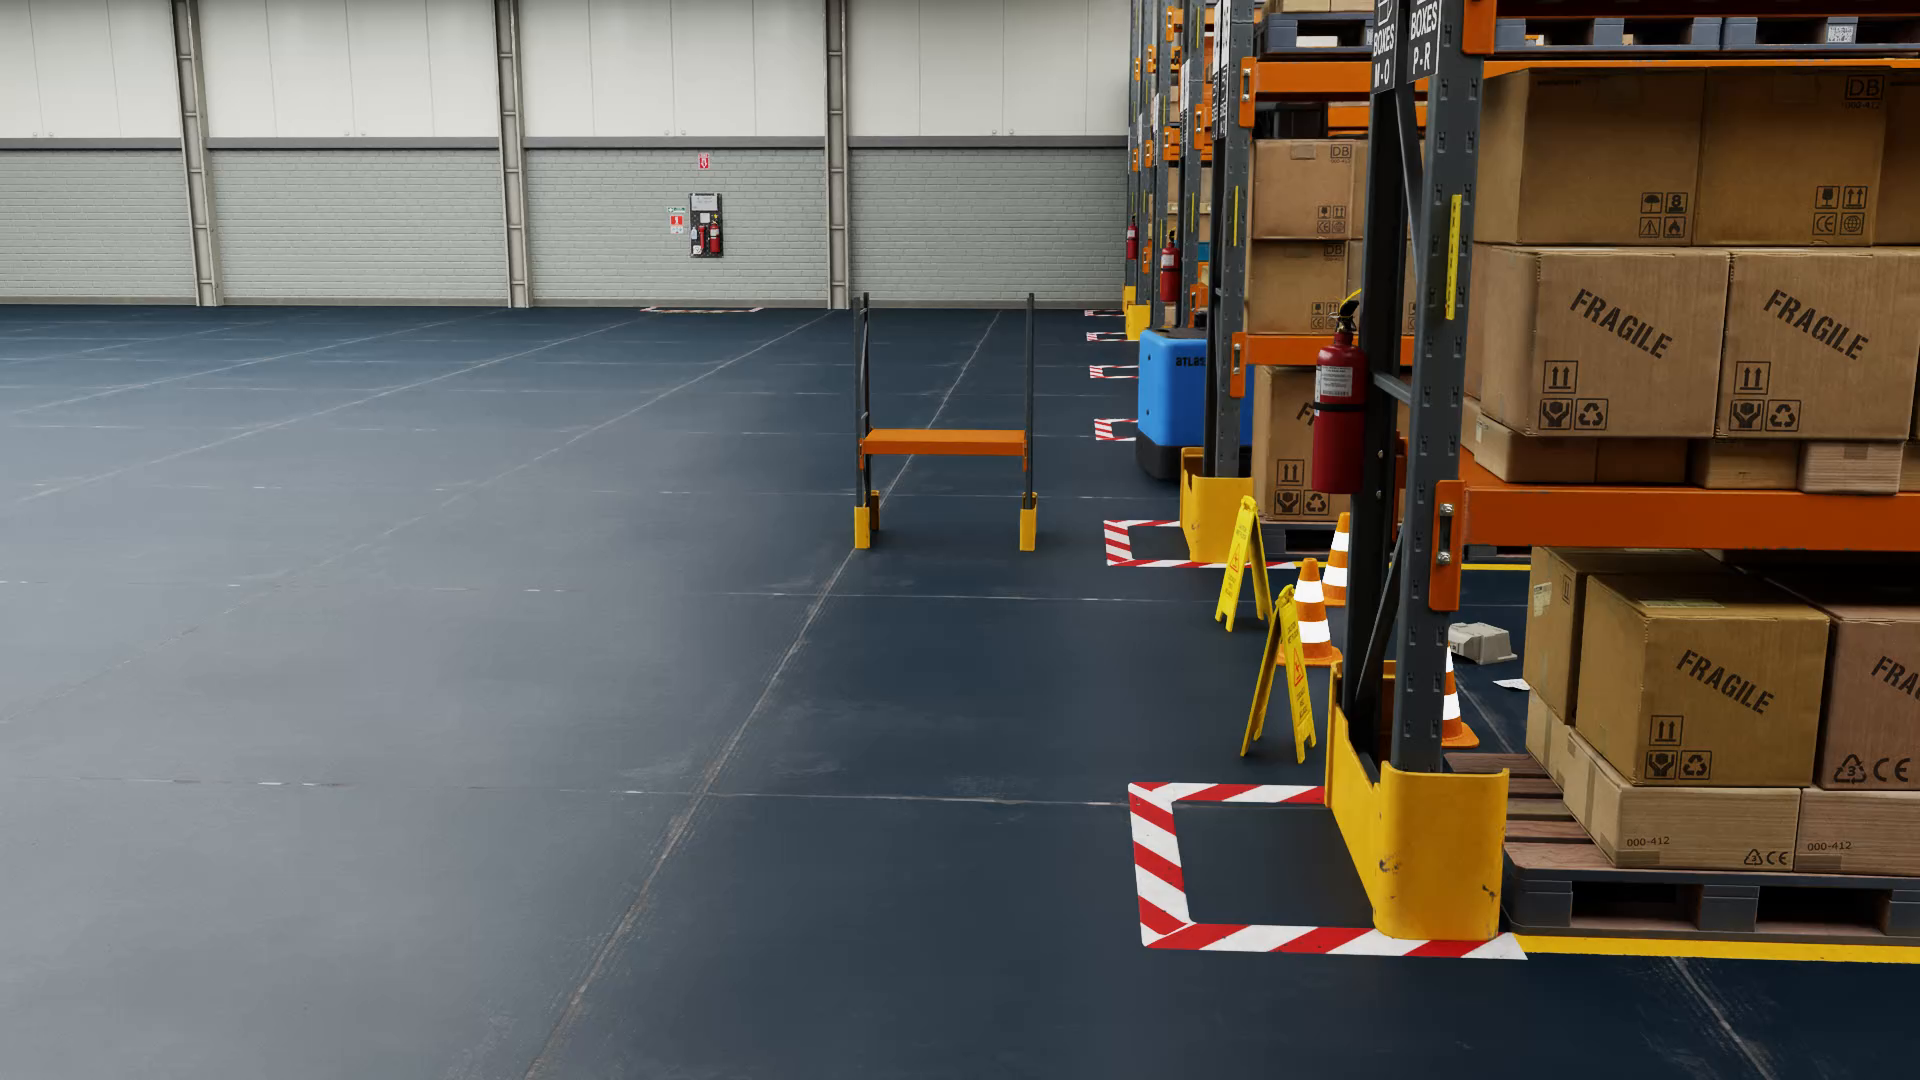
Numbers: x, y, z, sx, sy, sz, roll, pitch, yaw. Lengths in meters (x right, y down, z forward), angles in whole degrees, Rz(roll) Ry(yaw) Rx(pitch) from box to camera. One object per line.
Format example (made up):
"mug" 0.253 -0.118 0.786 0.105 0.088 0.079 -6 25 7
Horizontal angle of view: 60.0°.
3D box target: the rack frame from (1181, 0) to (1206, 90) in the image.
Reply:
"rack frame" 2.008 -5.400 14.105 0.127 3.000 1.000 1 12 4

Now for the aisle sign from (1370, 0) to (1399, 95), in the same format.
"aisle sign" 1.304 -1.772 5.062 0.004 0.787 0.394 1 12 4

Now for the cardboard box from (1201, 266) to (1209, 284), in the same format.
"cardboard box" 2.307 -2.379 14.928 0.250 0.149 0.380 1 12 4

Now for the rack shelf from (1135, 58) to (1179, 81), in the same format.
"rack shelf" 4.997 -8.055 28.561 4.000 0.370 1.077 1 12 4

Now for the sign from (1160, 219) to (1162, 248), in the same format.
"sign" 2.298 -3.499 18.991 0.005 0.325 0.100 1 12 4

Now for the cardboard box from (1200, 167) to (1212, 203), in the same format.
"cardboard box" 3.717 -5.155 24.175 0.500 0.500 0.700 0 12 2

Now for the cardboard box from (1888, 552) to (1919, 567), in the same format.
"cardboard box" 3.047 -0.026 5.341 0.250 0.149 0.380 1 12 6

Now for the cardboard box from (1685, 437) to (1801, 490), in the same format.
"cardboard box" 2.183 -0.248 4.743 0.250 0.149 0.380 0 12 2

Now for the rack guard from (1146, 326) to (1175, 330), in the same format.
"rack guard" 2.418 -2.260 19.853 0.348 0.500 1.175 1 12 4

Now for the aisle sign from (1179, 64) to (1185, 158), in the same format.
"aisle sign" 1.967 -3.798 14.750 0.004 0.787 0.394 1 12 4

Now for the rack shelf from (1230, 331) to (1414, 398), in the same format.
"rack shelf" 3.572 -1.072 9.824 4.000 0.370 1.077 1 12 4

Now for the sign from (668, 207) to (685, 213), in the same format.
"sign" -5.233 -6.094 30.692 0.331 0.109 0.001 1 12 4

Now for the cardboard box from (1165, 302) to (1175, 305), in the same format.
"cardboard box" 3.229 -3.767 24.811 0.500 0.500 0.500 1 12 4

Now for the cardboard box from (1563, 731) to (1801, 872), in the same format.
"cardboard box" 2.133 0.769 4.956 0.500 0.250 0.500 1 12 3

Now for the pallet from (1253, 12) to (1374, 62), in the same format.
"pallet" 2.317 -2.868 9.545 1.213 0.211 1.003 1 12 4

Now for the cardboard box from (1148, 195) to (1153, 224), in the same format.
"cardboard box" 3.458 -5.735 28.843 0.500 0.500 0.500 1 12 4

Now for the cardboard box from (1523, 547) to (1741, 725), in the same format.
"cardboard box" 2.163 0.292 5.405 0.500 0.500 0.500 1 12 4

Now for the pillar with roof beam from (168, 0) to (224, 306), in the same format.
"pillar with roof beam" -14.490 -7.970 26.389 0.400 9.000 9.100 1 12 4

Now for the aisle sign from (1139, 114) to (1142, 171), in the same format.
"aisle sign" 2.588 -5.698 23.833 0.004 0.787 0.394 1 12 4

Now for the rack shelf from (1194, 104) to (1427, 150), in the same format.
"rack shelf" 4.004 -3.552 14.355 4.000 0.370 1.077 1 12 4

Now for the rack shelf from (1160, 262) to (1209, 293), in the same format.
"rack shelf" 4.335 -3.096 19.499 4.000 0.370 1.077 1 12 4

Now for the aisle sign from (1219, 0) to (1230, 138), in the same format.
"aisle sign" 1.485 -2.664 9.327 0.004 0.787 0.394 1 12 4

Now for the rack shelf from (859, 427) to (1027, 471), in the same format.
"rack shelf" -0.085 -0.559 10.157 1.000 0.185 0.538 1 12 4

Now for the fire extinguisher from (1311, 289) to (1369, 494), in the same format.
"fire extinguisher" 1.263 -0.497 5.506 0.183 0.674 0.296 1 12 4

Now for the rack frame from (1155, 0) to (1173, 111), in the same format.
"rack frame" 2.339 -6.412 18.942 0.127 3.000 1.000 1 12 4

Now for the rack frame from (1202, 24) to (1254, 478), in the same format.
"rack frame" 1.576 -1.452 9.882 0.127 3.000 1.000 1 12 4

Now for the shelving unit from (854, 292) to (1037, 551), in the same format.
"shelving unit" -0.076 -0.735 10.119 1.083 1.500 0.587 1 12 4

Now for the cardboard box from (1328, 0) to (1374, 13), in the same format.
"cardboard box" 2.151 -2.978 9.195 0.250 0.149 0.380 1 12 4

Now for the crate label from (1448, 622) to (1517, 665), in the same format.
"crate label" 2.385 0.471 7.681 0.298 0.136 0.250 -6 13 -26

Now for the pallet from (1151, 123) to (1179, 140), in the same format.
"pallet" 3.378 -5.897 24.024 1.213 0.211 1.003 1 12 4

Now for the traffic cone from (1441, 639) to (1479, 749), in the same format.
"traffic cone" 1.861 0.545 6.532 0.334 0.463 0.336 1 12 4

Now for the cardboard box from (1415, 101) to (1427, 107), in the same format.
"cardboard box" 4.001 -3.779 14.050 0.500 0.250 0.500 1 12 5

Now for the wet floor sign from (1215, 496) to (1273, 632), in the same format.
"wet floor sign" 1.415 0.105 8.191 0.232 0.644 0.267 -1 12 -6

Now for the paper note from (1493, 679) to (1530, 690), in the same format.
"paper note" 2.422 0.621 7.227 0.142 0.019 0.148 -3 12 -16

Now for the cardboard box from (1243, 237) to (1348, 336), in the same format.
"cardboard box" 1.949 -1.529 9.886 0.550 0.550 0.875 1 12 4

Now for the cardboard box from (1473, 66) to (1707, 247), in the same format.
"cardboard box" 1.871 -1.161 5.077 0.500 0.500 0.700 0 12 2

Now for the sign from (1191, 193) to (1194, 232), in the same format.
"sign" 1.972 -2.776 14.100 0.005 0.325 0.100 1 12 4

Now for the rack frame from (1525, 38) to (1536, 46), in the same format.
"rack frame" 6.330 -6.357 18.680 0.127 3.000 1.000 1 12 4

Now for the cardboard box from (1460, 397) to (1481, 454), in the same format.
"cardboard box" 1.734 -0.355 5.251 0.250 0.149 0.380 1 12 6

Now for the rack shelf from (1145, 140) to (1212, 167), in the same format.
"rack shelf" 4.670 -5.576 24.029 4.000 0.370 1.077 1 12 4

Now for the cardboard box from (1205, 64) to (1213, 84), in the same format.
"cardboard box" 2.306 -4.113 14.673 0.250 0.149 0.380 1 12 4

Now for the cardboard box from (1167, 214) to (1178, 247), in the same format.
"cardboard box" 3.139 -4.527 24.340 0.500 0.500 0.700 1 12 4

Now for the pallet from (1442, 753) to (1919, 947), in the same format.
"pallet" 2.230 0.945 5.234 1.213 0.211 1.003 1 12 4

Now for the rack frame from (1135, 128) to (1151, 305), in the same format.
"rack frame" 2.674 -4.487 24.394 0.127 3.000 1.000 1 12 4

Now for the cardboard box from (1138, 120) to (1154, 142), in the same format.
"cardboard box" 3.318 -6.971 28.646 0.500 0.500 0.500 1 12 5

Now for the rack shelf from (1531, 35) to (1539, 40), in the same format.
"rack shelf" 8.326 -5.782 18.664 4.000 0.370 1.077 1 12 4

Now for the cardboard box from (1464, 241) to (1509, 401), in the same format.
"cardboard box" 1.906 -0.682 5.234 0.500 0.500 0.500 1 12 3

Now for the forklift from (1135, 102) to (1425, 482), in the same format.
"forklift" 2.901 -1.928 12.325 3.031 2.935 1.130 -1 12 -3

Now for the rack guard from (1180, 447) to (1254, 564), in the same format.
"rack guard" 1.552 -0.228 10.139 0.348 0.500 1.175 1 12 4

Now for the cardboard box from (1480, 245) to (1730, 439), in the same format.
"cardboard box" 1.800 -0.570 4.698 0.500 0.500 0.500 1 12 3

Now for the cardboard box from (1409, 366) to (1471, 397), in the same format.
"cardboard box" 3.135 -0.610 10.021 0.875 0.875 0.875 1 12 3
